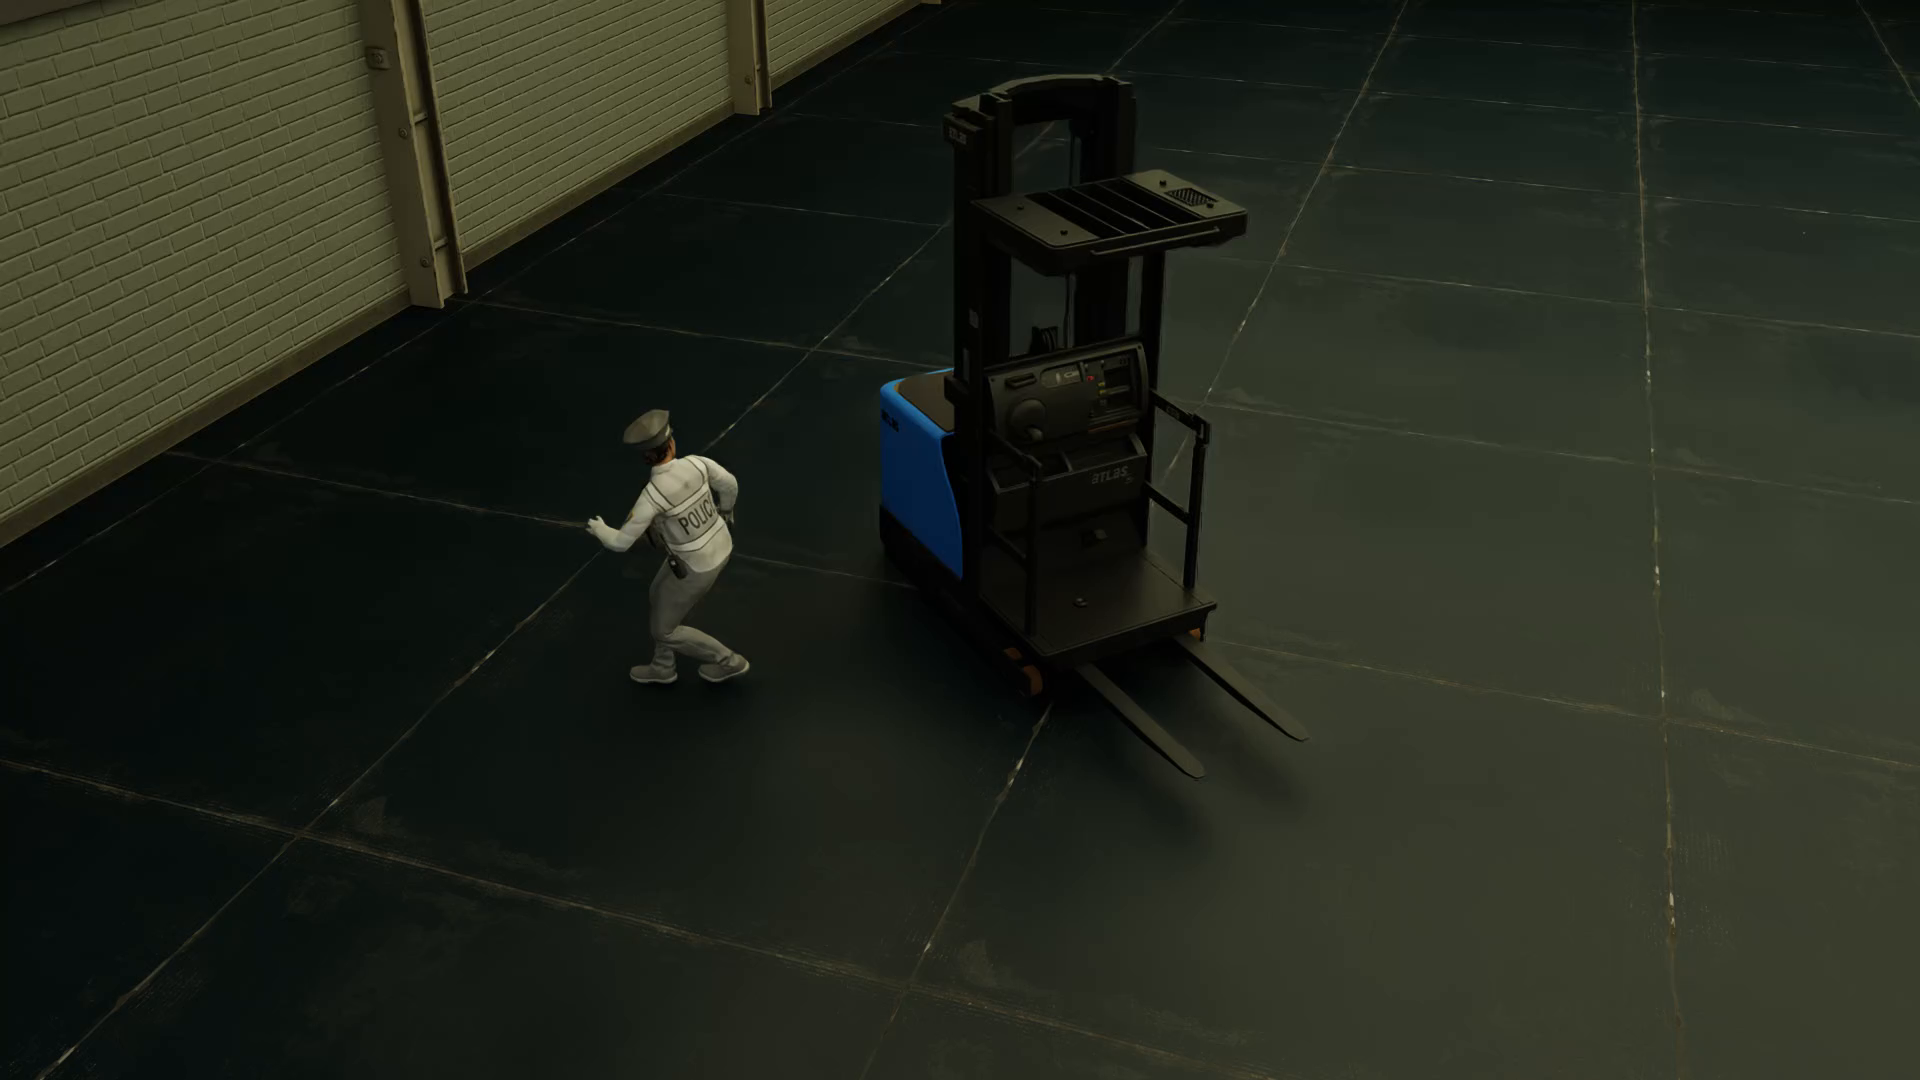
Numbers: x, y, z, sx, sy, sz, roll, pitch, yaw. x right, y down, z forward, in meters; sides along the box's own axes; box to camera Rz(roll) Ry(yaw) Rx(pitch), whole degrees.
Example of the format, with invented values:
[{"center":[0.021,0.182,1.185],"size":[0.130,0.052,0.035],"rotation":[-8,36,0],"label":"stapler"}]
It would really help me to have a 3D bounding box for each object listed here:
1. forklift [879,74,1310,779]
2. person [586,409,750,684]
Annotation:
[{"center":[0.667,-0.711,8.384],"size":[1.130,2.935,3.031],"rotation":[-15,33,-24],"label":"forklift"},{"center":[-1.459,0.030,8.496],"size":[0.802,1.552,0.814],"rotation":[11,31,18],"label":"person"}]
